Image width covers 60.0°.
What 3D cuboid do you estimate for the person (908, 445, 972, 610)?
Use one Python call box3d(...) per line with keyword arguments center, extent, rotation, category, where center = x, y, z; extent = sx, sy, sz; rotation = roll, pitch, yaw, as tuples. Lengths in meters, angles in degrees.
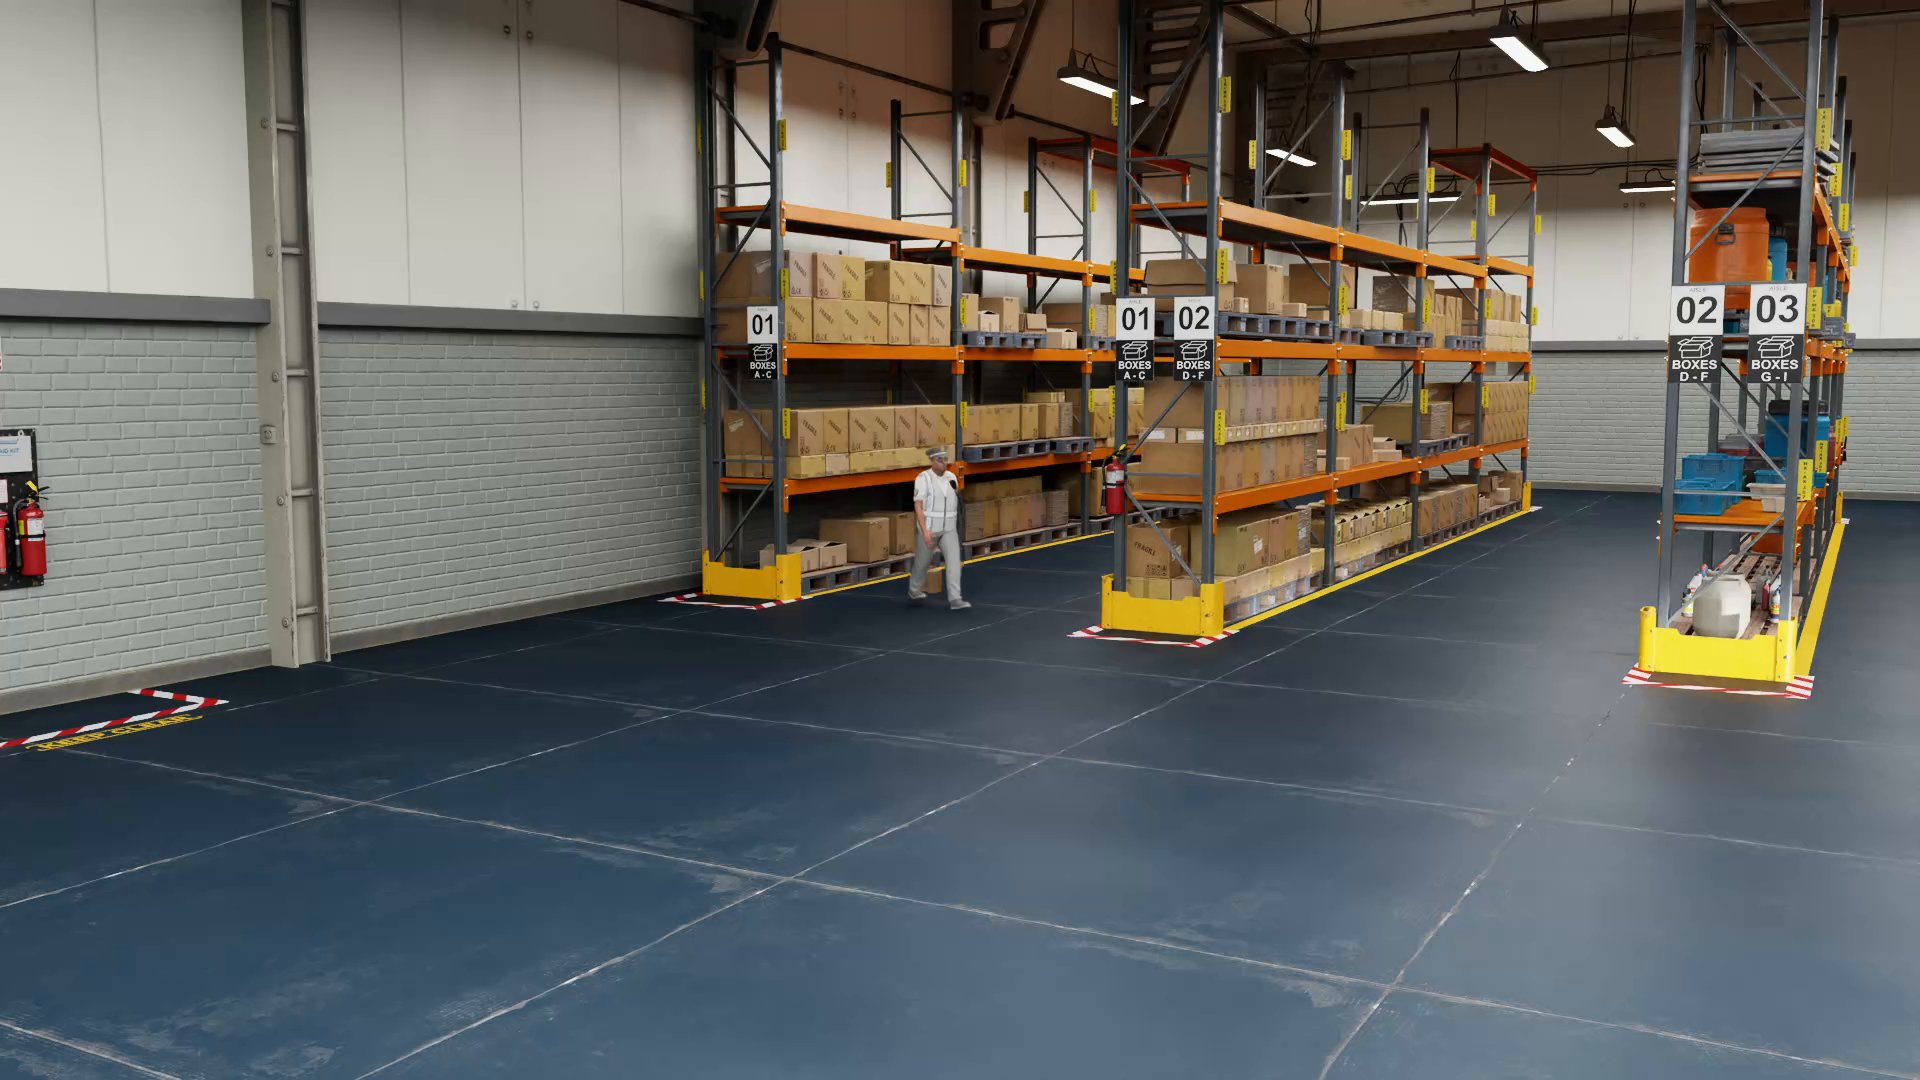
box3d(center=(-0.242, -0.142, 17.453), extent=(0.530, 1.716, 1.086), rotation=(-3, 6, -24), category="person")
